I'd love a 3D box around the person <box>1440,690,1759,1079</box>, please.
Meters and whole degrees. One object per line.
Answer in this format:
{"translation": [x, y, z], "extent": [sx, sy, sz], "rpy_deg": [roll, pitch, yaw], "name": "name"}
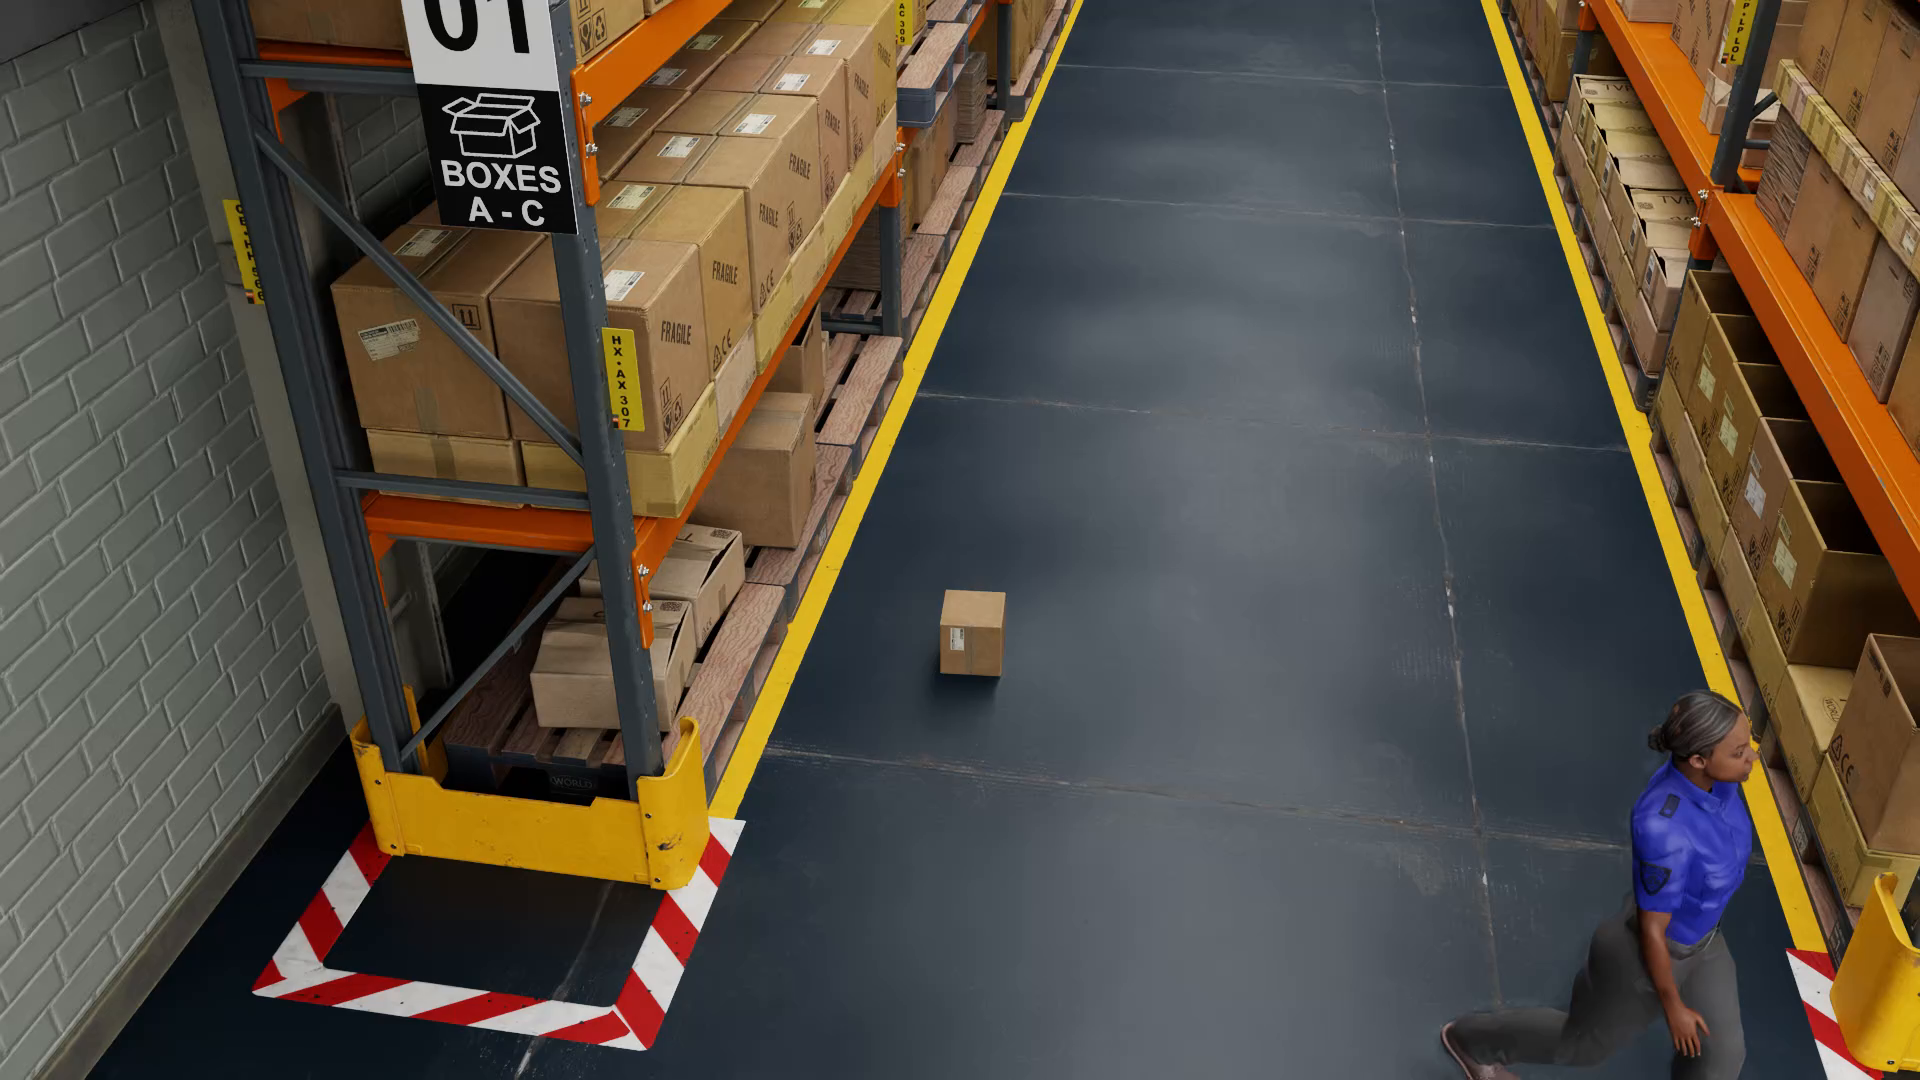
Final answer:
{"translation": [1.851, 1.077, 4.448], "extent": [0.954, 1.605, 0.447], "rpy_deg": [26, 41, 35], "name": "person"}
